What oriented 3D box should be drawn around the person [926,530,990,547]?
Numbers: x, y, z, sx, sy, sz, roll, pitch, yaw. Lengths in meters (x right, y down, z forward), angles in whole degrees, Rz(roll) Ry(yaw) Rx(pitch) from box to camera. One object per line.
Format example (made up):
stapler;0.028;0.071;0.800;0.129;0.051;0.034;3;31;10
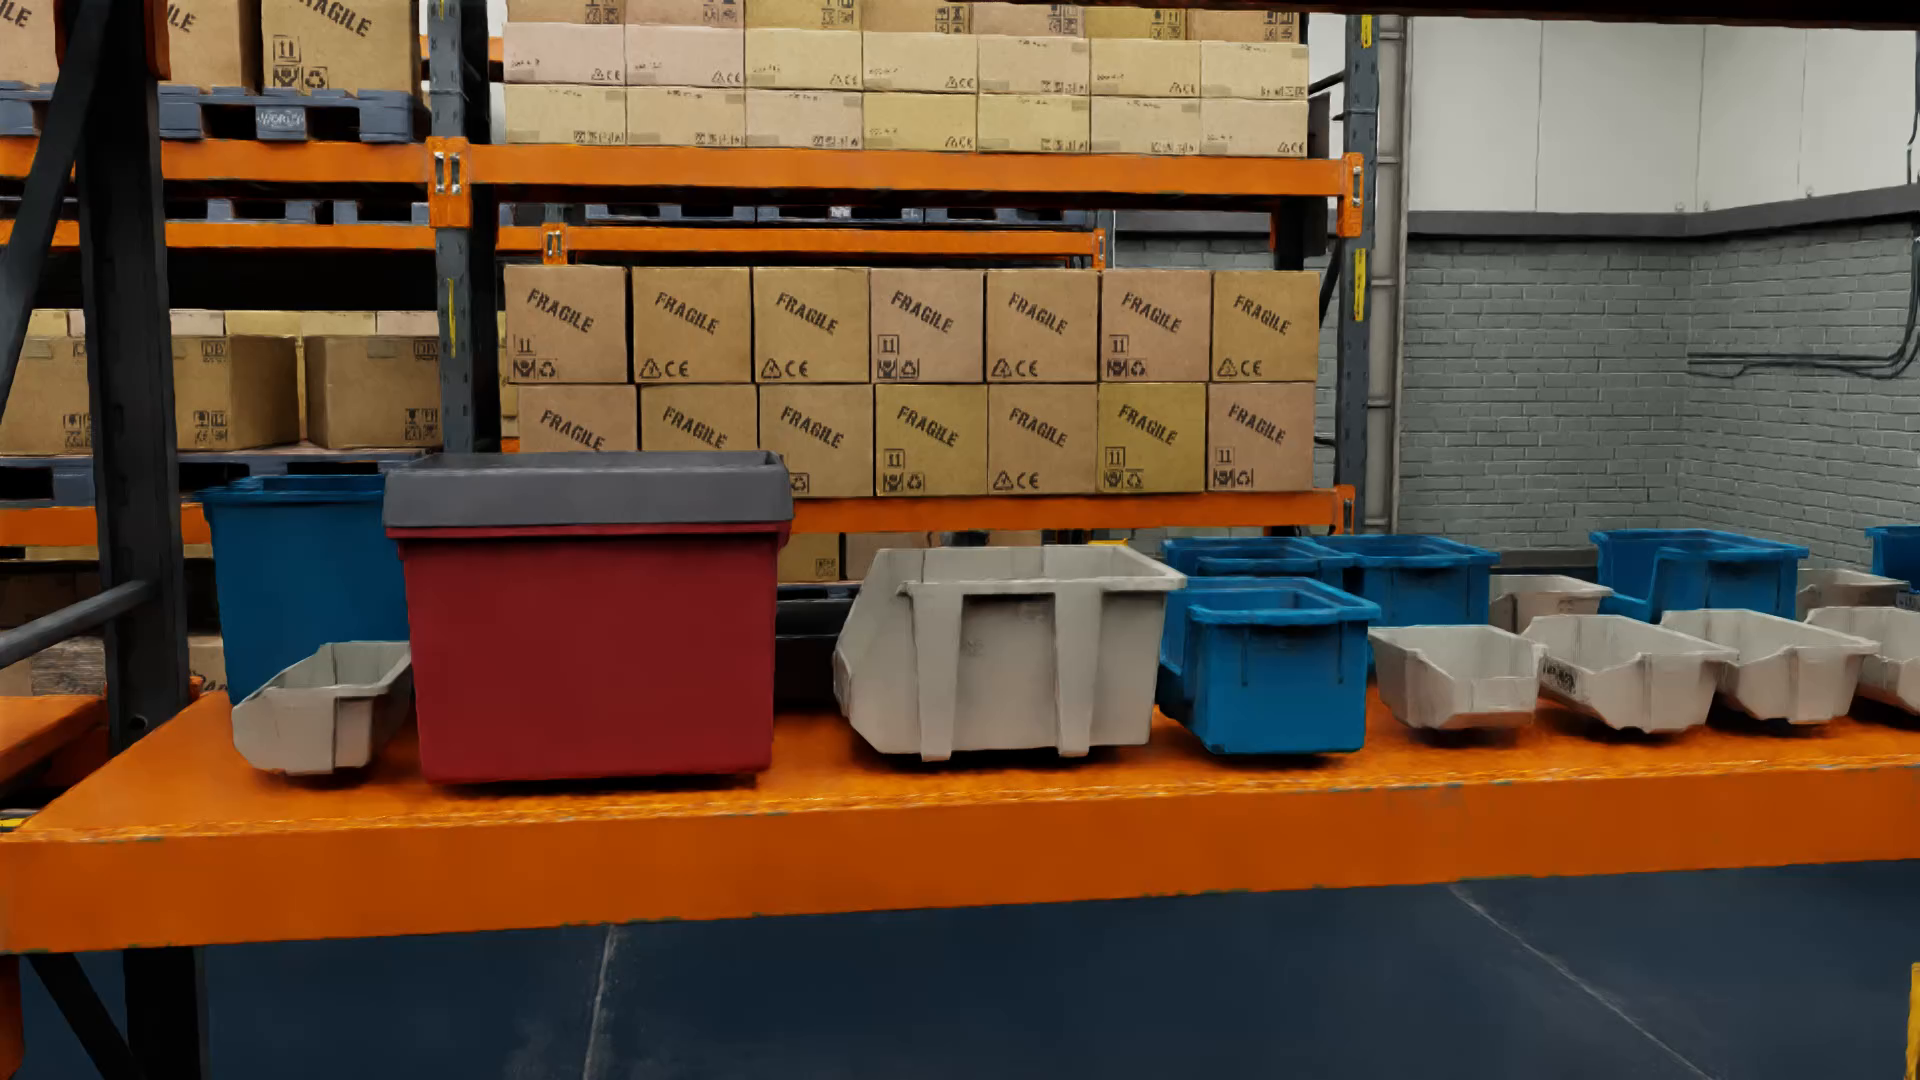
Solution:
person;0.023;-0.069;10.572;0.420;1.605;0.448;-4;8;-31
